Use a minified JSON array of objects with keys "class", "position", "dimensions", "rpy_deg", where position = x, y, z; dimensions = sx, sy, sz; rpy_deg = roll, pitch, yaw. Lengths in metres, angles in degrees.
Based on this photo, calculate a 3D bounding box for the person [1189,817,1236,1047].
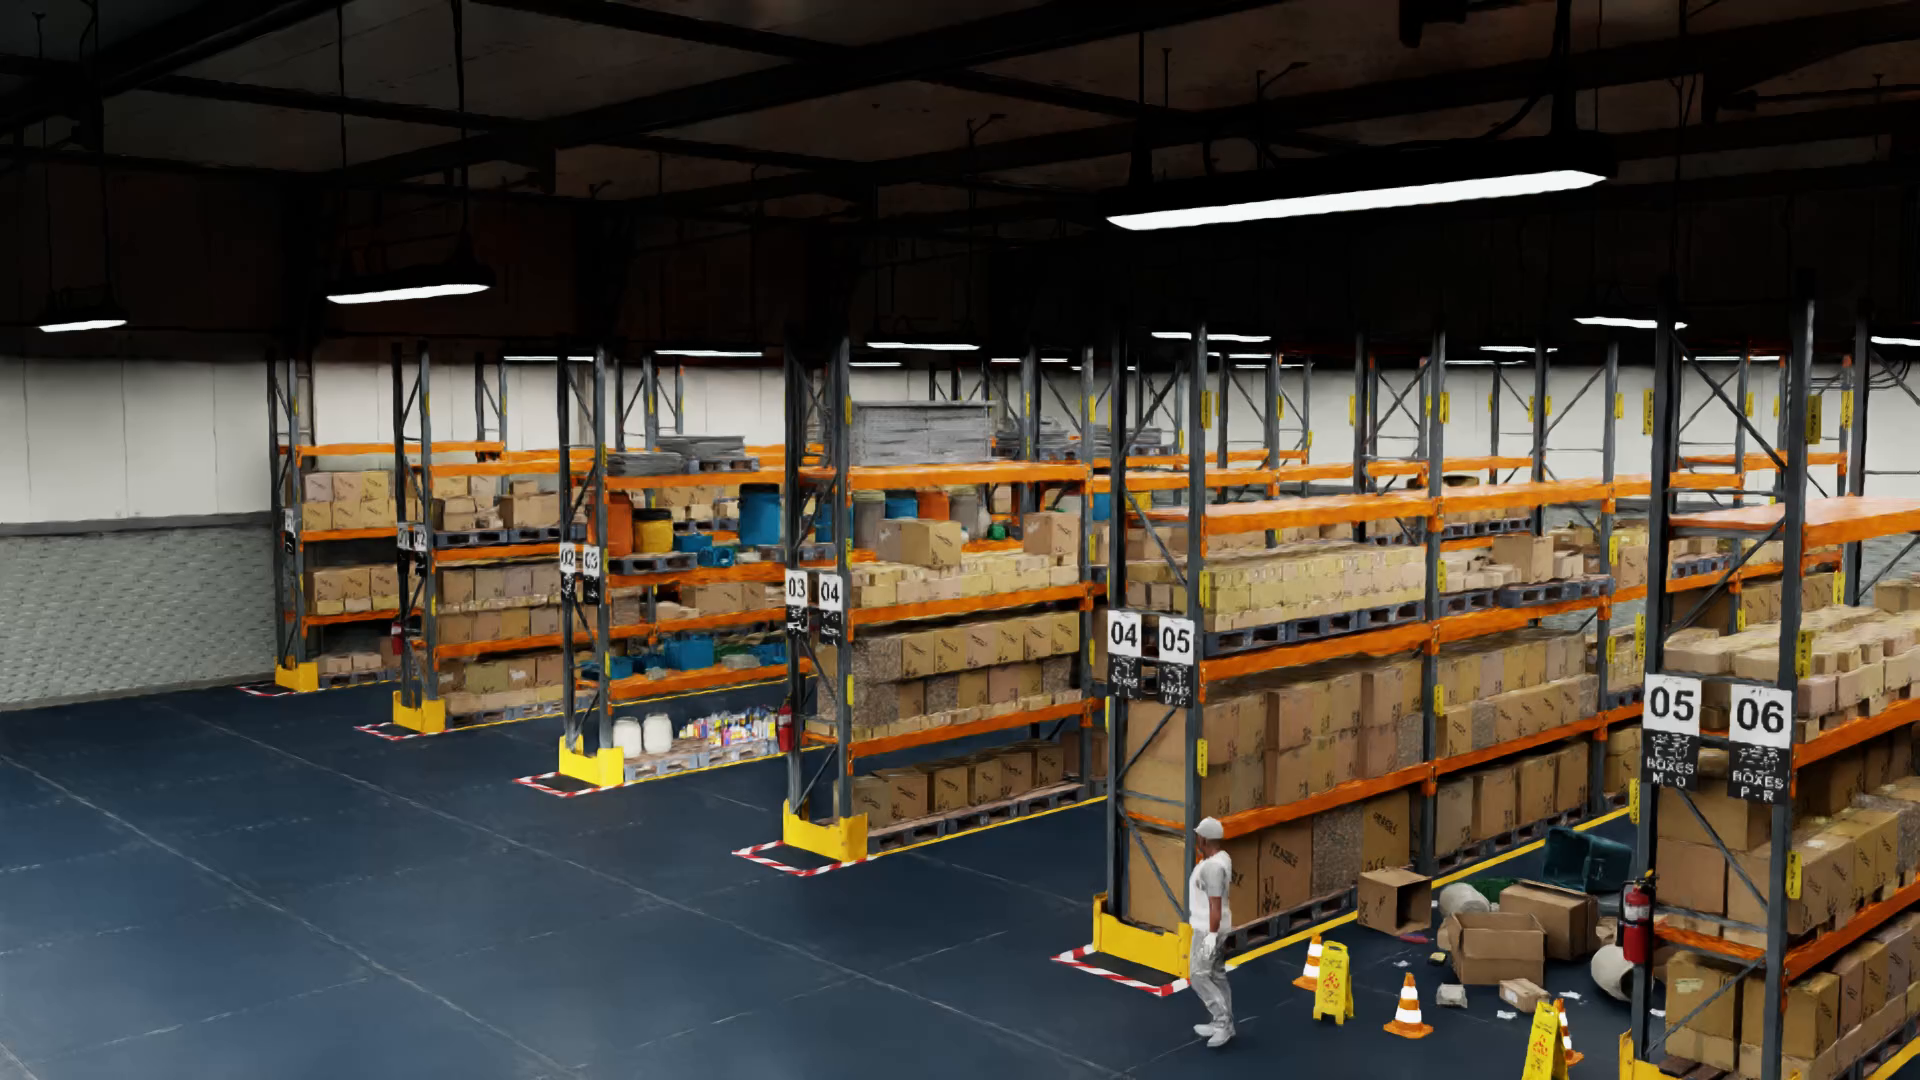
[{"class":"person","position":[2.023,3.116,13.314],"dimensions":[0.386,1.780,0.651],"rpy_deg":[1,5,14]}]

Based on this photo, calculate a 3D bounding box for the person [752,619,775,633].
[{"class":"person","position":[-3.848,1.563,32.717],"dimensions":[0.415,1.517,1.042],"rpy_deg":[5,7,44]}]
